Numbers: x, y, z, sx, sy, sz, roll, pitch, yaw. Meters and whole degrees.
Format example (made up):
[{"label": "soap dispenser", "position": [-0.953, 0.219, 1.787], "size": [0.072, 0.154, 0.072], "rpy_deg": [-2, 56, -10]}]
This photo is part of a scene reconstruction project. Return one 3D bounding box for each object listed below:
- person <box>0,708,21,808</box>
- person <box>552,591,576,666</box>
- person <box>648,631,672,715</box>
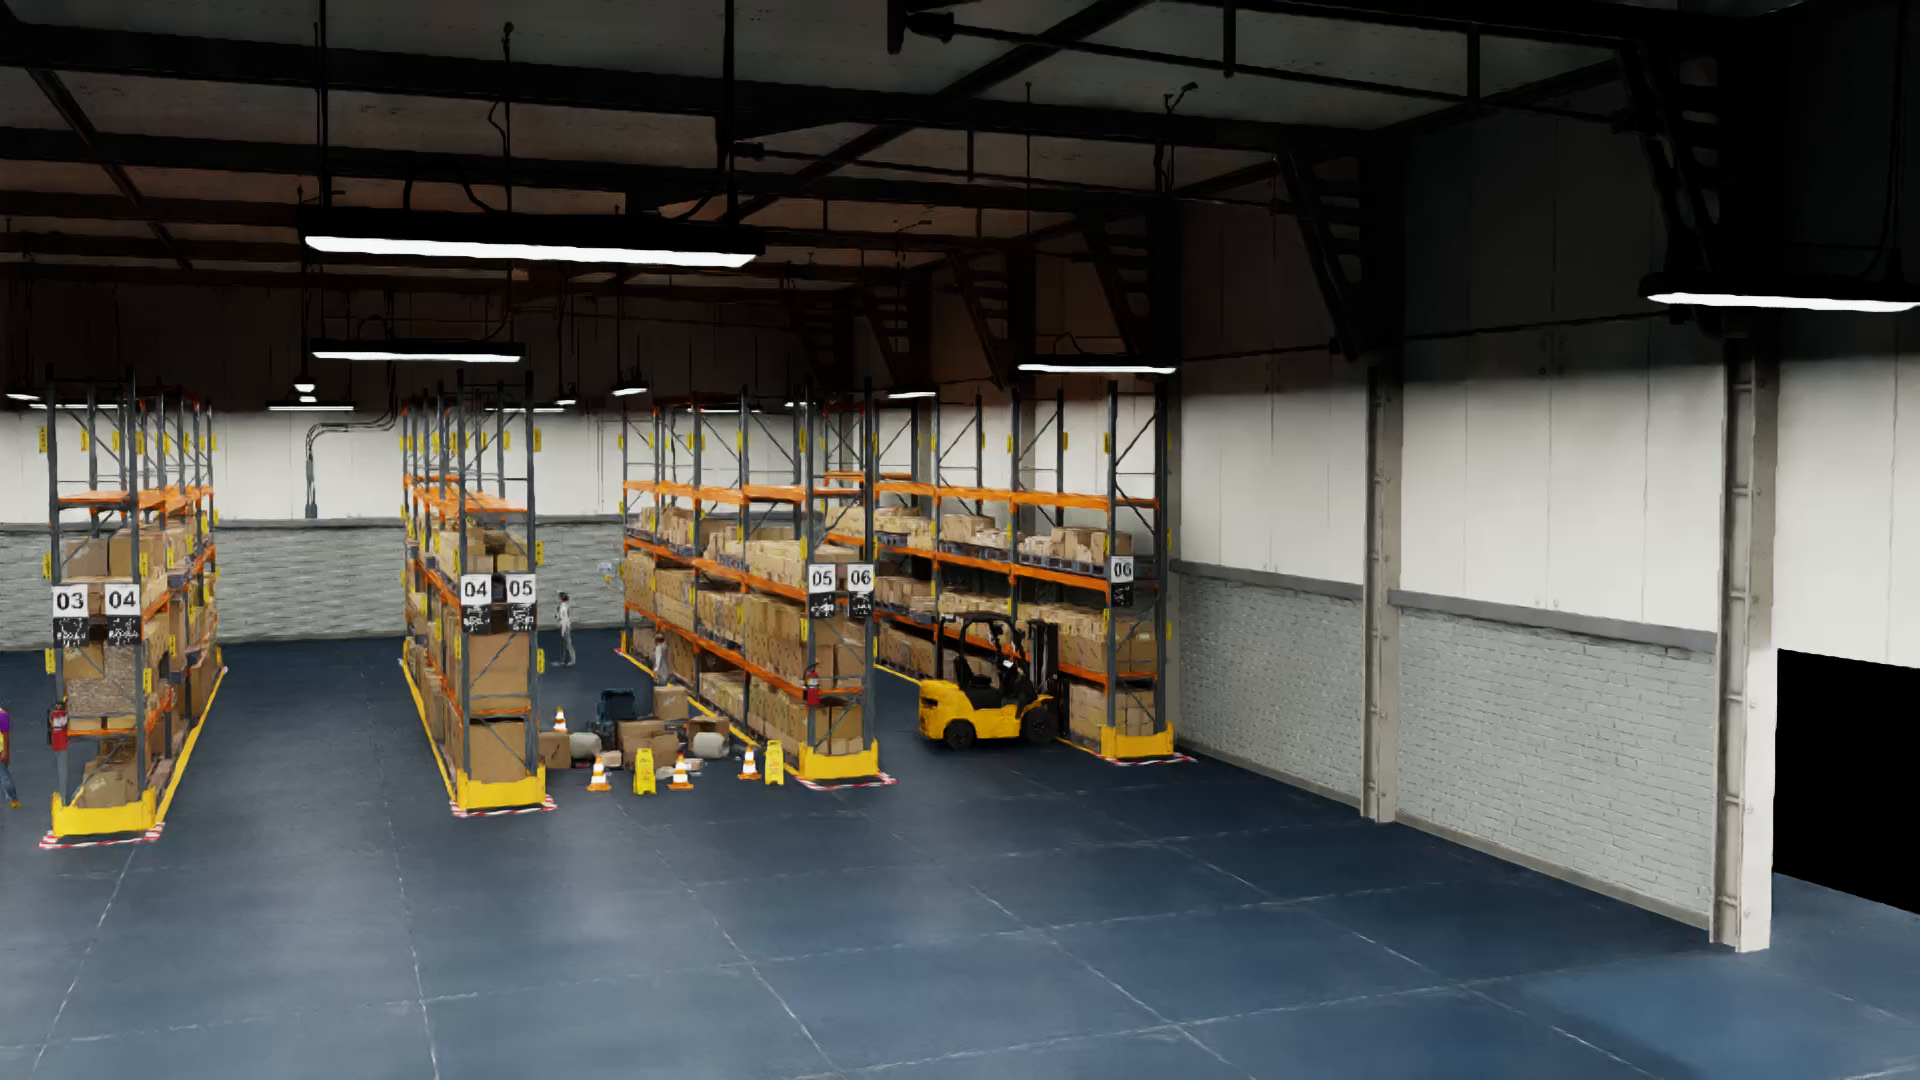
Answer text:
[{"label": "person", "position": [-13.081, 2.839, 22.356], "size": [0.617, 1.723, 0.956], "rpy_deg": [0, 3, 2]}, {"label": "person", "position": [-8.916, 1.975, 37.398], "size": [0.553, 1.663, 0.656], "rpy_deg": [-1, 3, -12]}, {"label": "person", "position": [-5.414, 2.437, 30.039], "size": [0.522, 1.591, 0.522], "rpy_deg": [0, 3, 4]}]
